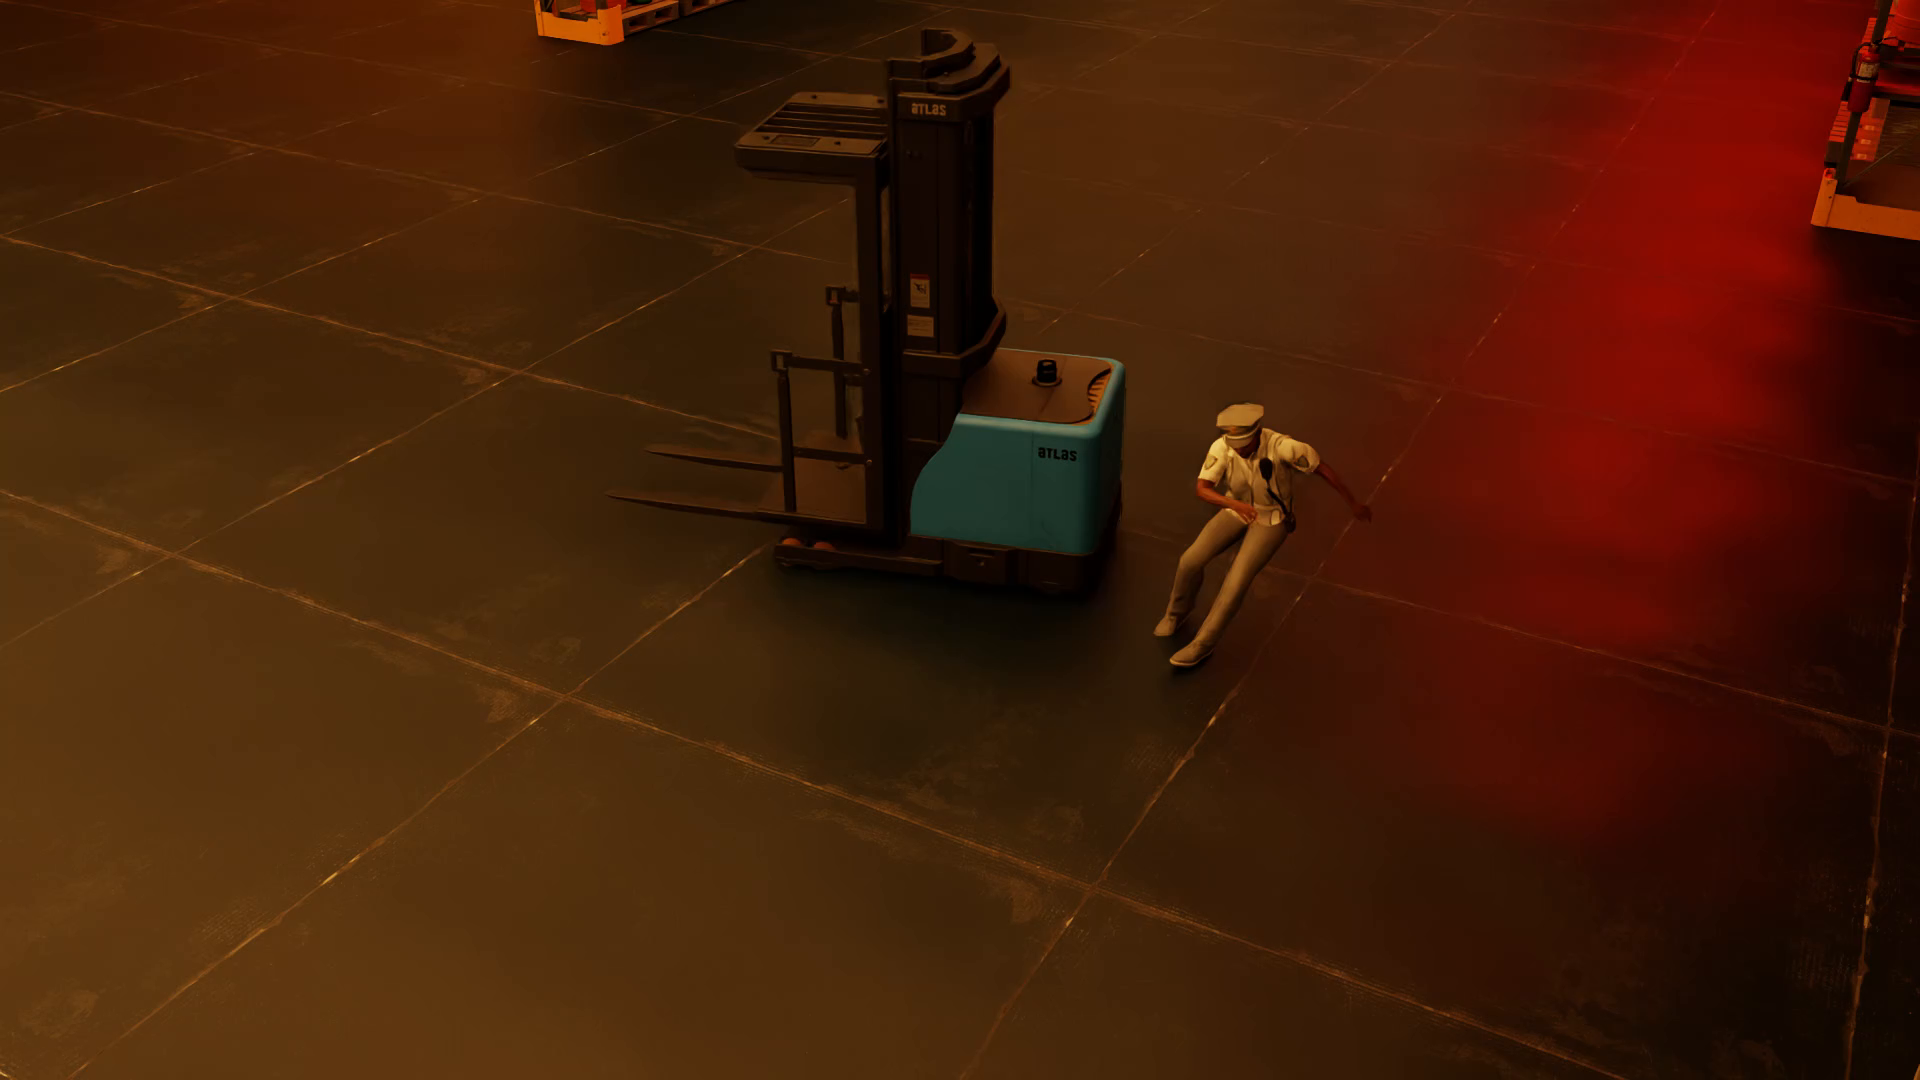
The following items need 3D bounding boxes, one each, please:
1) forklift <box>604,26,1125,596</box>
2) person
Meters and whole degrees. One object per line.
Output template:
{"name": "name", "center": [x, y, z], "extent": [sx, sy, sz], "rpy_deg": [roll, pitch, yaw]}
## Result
{"name": "forklift", "center": [-0.600, -1.336, 9.386], "extent": [3.031, 2.935, 1.130], "rpy_deg": [7, 31, 12]}
{"name": "person", "center": [1.549, -0.005, 8.711], "extent": [0.972, 1.407, 0.913], "rpy_deg": [16, 34, 26]}
